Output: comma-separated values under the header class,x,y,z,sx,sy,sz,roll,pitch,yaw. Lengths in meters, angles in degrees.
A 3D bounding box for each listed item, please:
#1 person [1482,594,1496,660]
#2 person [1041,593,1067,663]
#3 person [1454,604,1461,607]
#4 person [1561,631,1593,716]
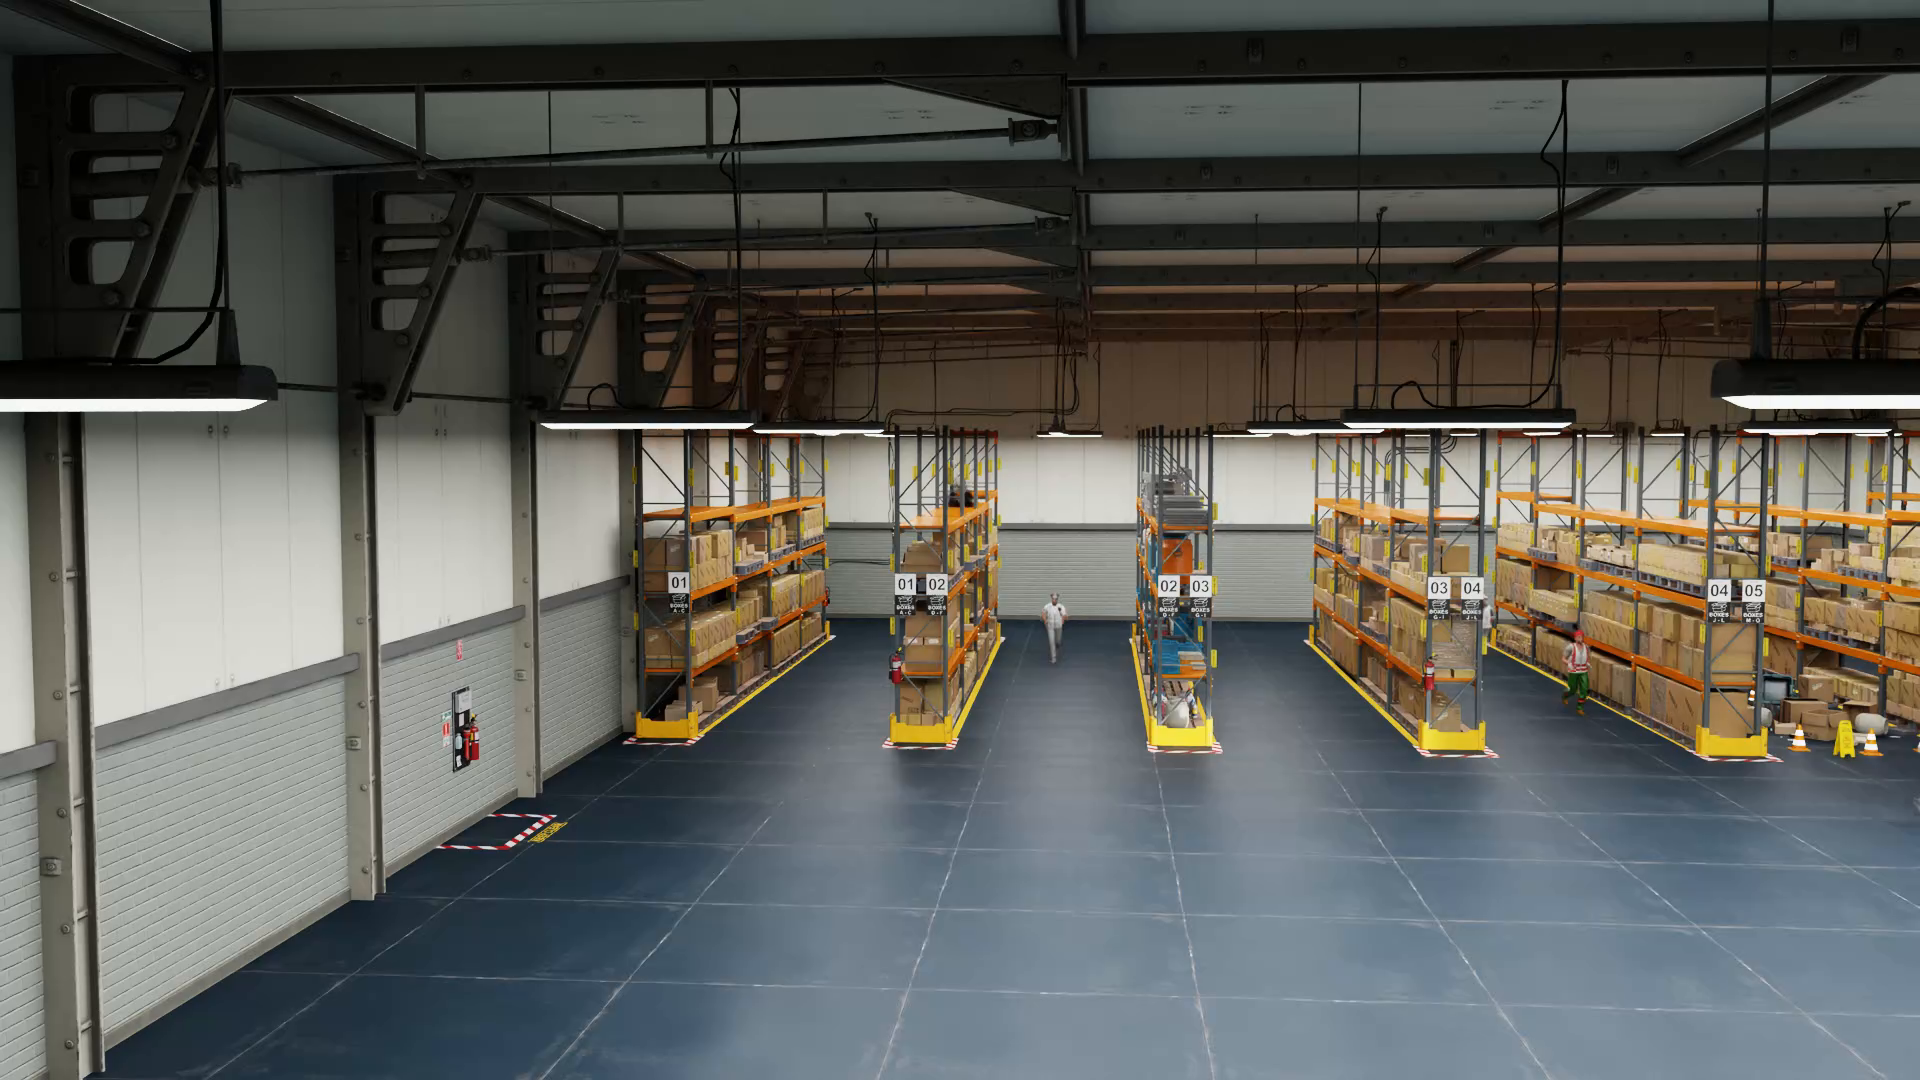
class,x,y,z,sx,sy,sz,roll,pitch,yaw
person,13.513,2.264,42.938,0.639,1.744,0.645,0,3,4
person,2.449,2.260,43.171,0.663,1.785,0.902,0,3,-2
person,13.922,2.136,47.226,0.735,1.515,0.679,-1,4,-14
person,12.886,2.753,34.765,0.643,1.758,0.873,0,3,-4
